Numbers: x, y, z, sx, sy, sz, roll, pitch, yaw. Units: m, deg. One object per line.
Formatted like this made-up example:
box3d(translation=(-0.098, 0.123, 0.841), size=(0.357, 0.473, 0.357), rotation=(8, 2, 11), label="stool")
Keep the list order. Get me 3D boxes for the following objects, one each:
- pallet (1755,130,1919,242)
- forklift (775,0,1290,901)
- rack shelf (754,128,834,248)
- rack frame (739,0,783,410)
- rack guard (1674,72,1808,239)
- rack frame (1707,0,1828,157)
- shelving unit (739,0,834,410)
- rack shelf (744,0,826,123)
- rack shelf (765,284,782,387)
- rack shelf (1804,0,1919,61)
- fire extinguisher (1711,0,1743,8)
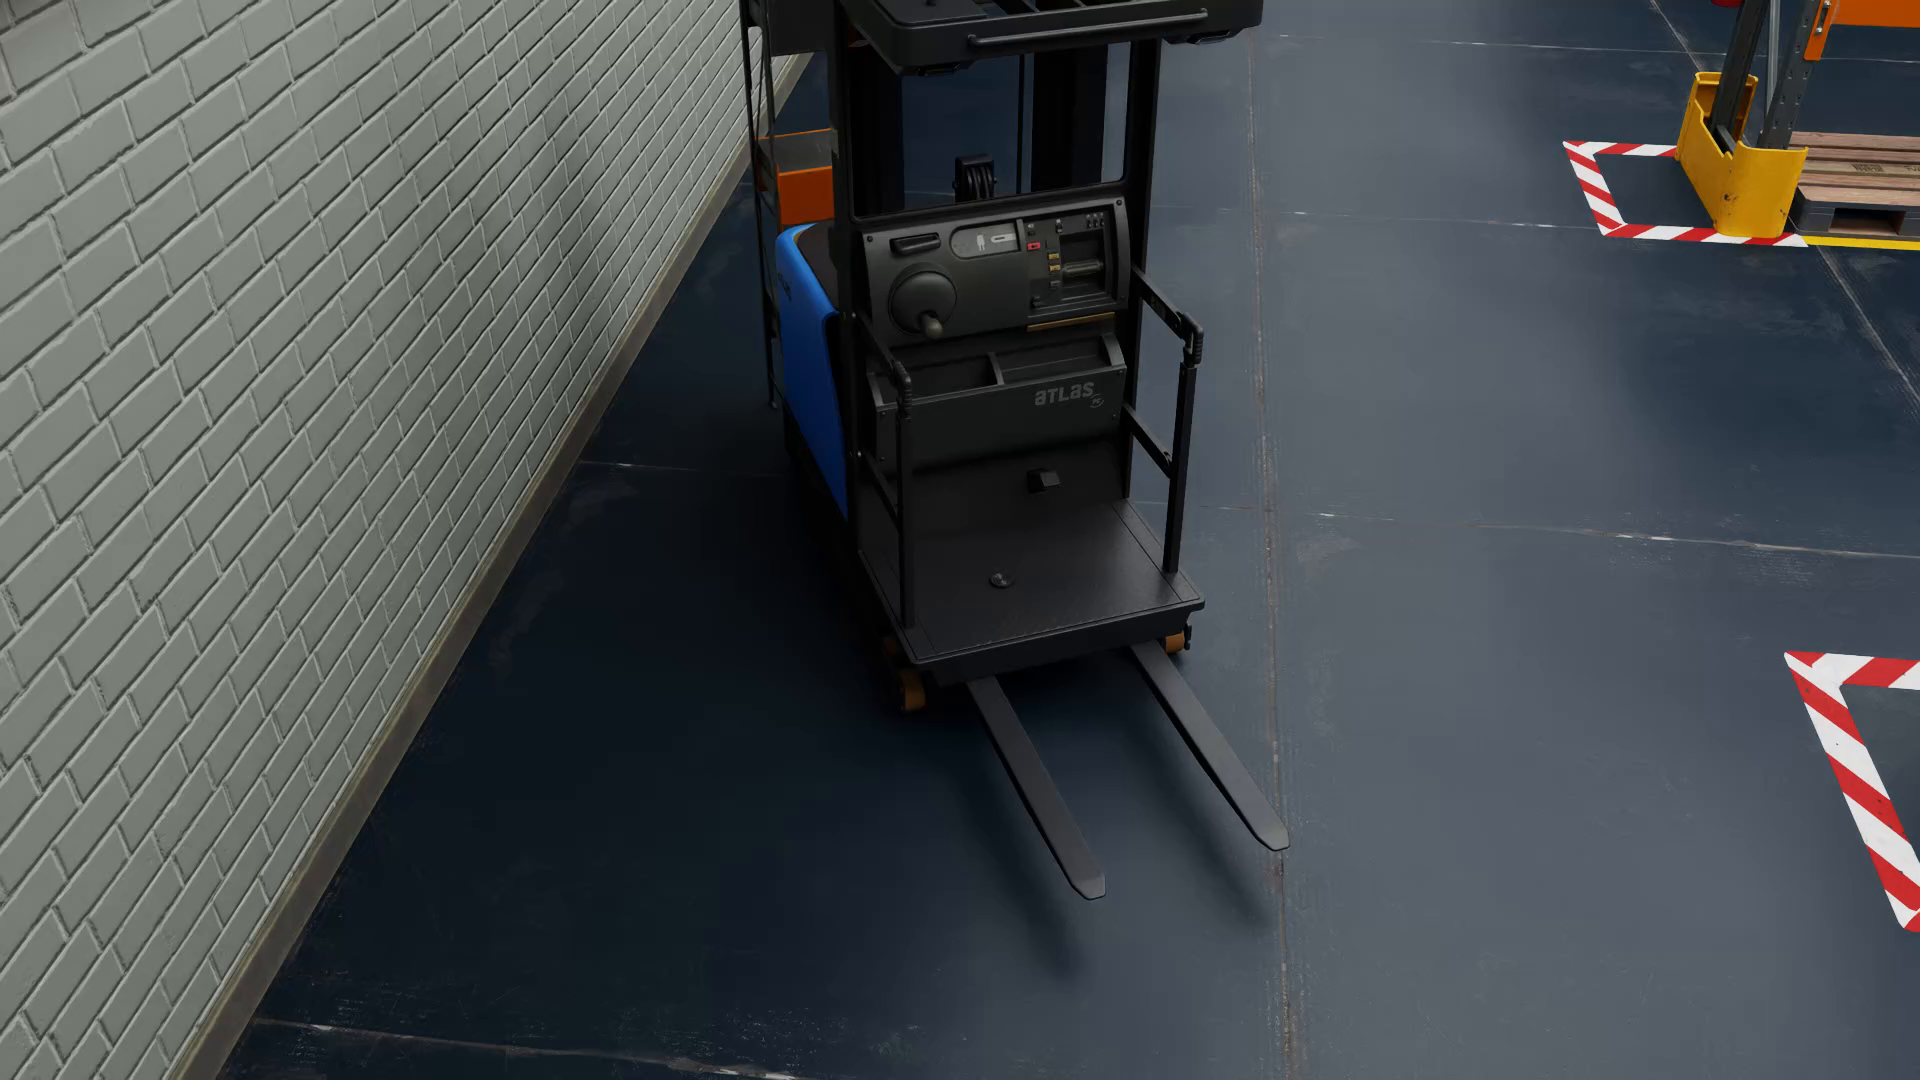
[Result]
box3d(translation=(5.224, -1.992, 9.359), size=(1.213, 0.211, 1.003), rotation=(4, 36, 6), label="pallet")
box3d(translation=(0.202, -0.849, 5.417), size=(1.130, 2.935, 3.031), rotation=(-11, 37, -15), label="forklift")
box3d(translation=(-0.572, -1.426, 6.964), size=(0.480, 0.518, 0.431), rotation=(-12, 37, -16), label="rack shelf")
box3d(translation=(-0.802, -1.388, 6.888), size=(0.015, 2.100, 0.400), rotation=(-12, 37, -16), label="rack frame")
box3d(translation=(4.385, -2.187, 9.384), size=(0.348, 0.500, 1.175), rotation=(4, 36, 6), label="rack guard")
box3d(translation=(4.411, -3.210, 8.666), size=(0.127, 3.000, 1.000), rotation=(4, 36, 6), label="rack frame")
box3d(translation=(-0.572, -1.437, 6.956), size=(0.503, 2.100, 0.431), rotation=(-12, 37, -16), label="shelving unit")
box3d(translation=(-0.572, -1.995, 6.557), size=(0.480, 0.518, 0.431), rotation=(-12, 37, -16), label="rack shelf")
box3d(translation=(-0.572, -0.856, 7.370), size=(0.480, 0.518, 0.431), rotation=(-12, 37, -16), label="rack shelf")
box3d(translation=(6.395, -2.770, 8.668), size=(4.000, 0.370, 1.077), rotation=(4, 36, 6), label="rack shelf")
box3d(translation=(4.319, -3.300, 9.179), size=(0.183, 0.674, 0.296), rotation=(4, 36, 6), label="fire extinguisher")
